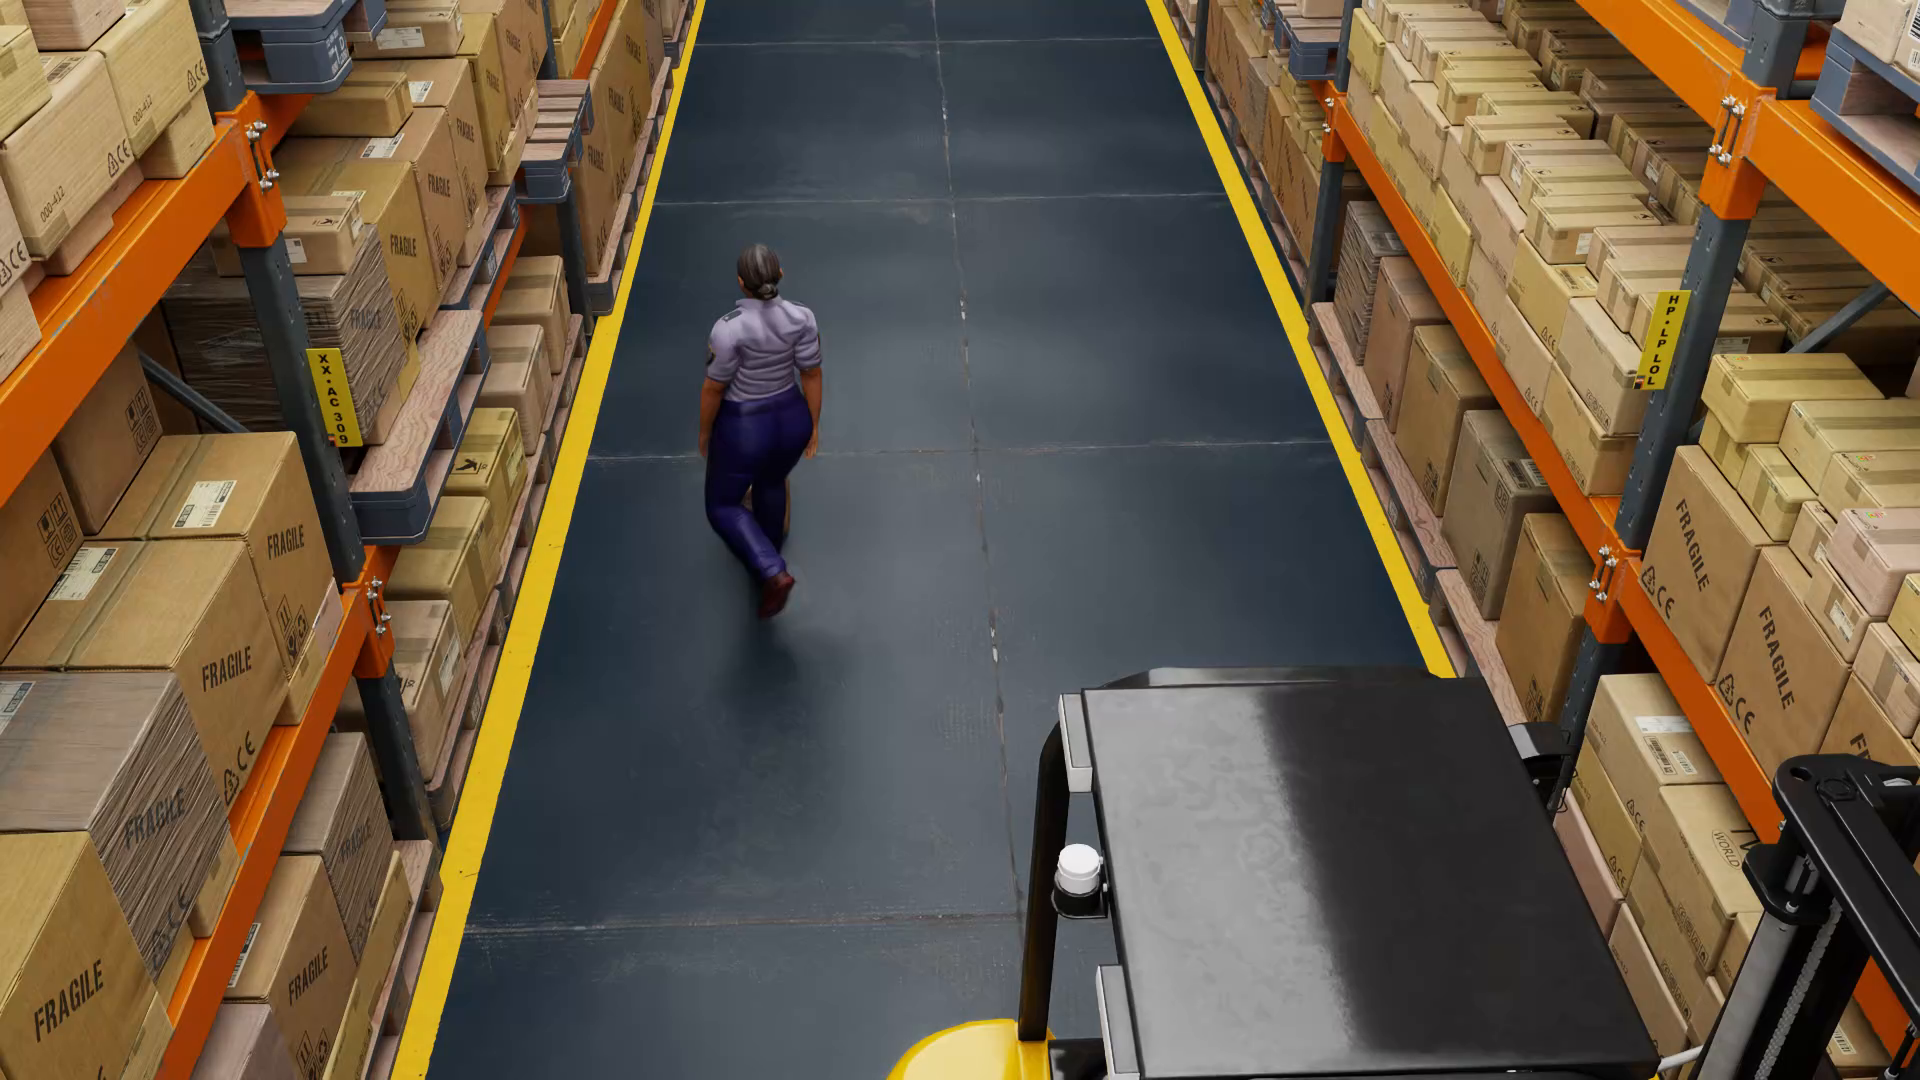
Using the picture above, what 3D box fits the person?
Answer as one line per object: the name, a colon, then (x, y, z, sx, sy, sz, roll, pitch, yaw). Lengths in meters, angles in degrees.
person: (-0.802, -0.438, 6.796, 0.509, 1.606, 0.774, -22, 41, -28)
